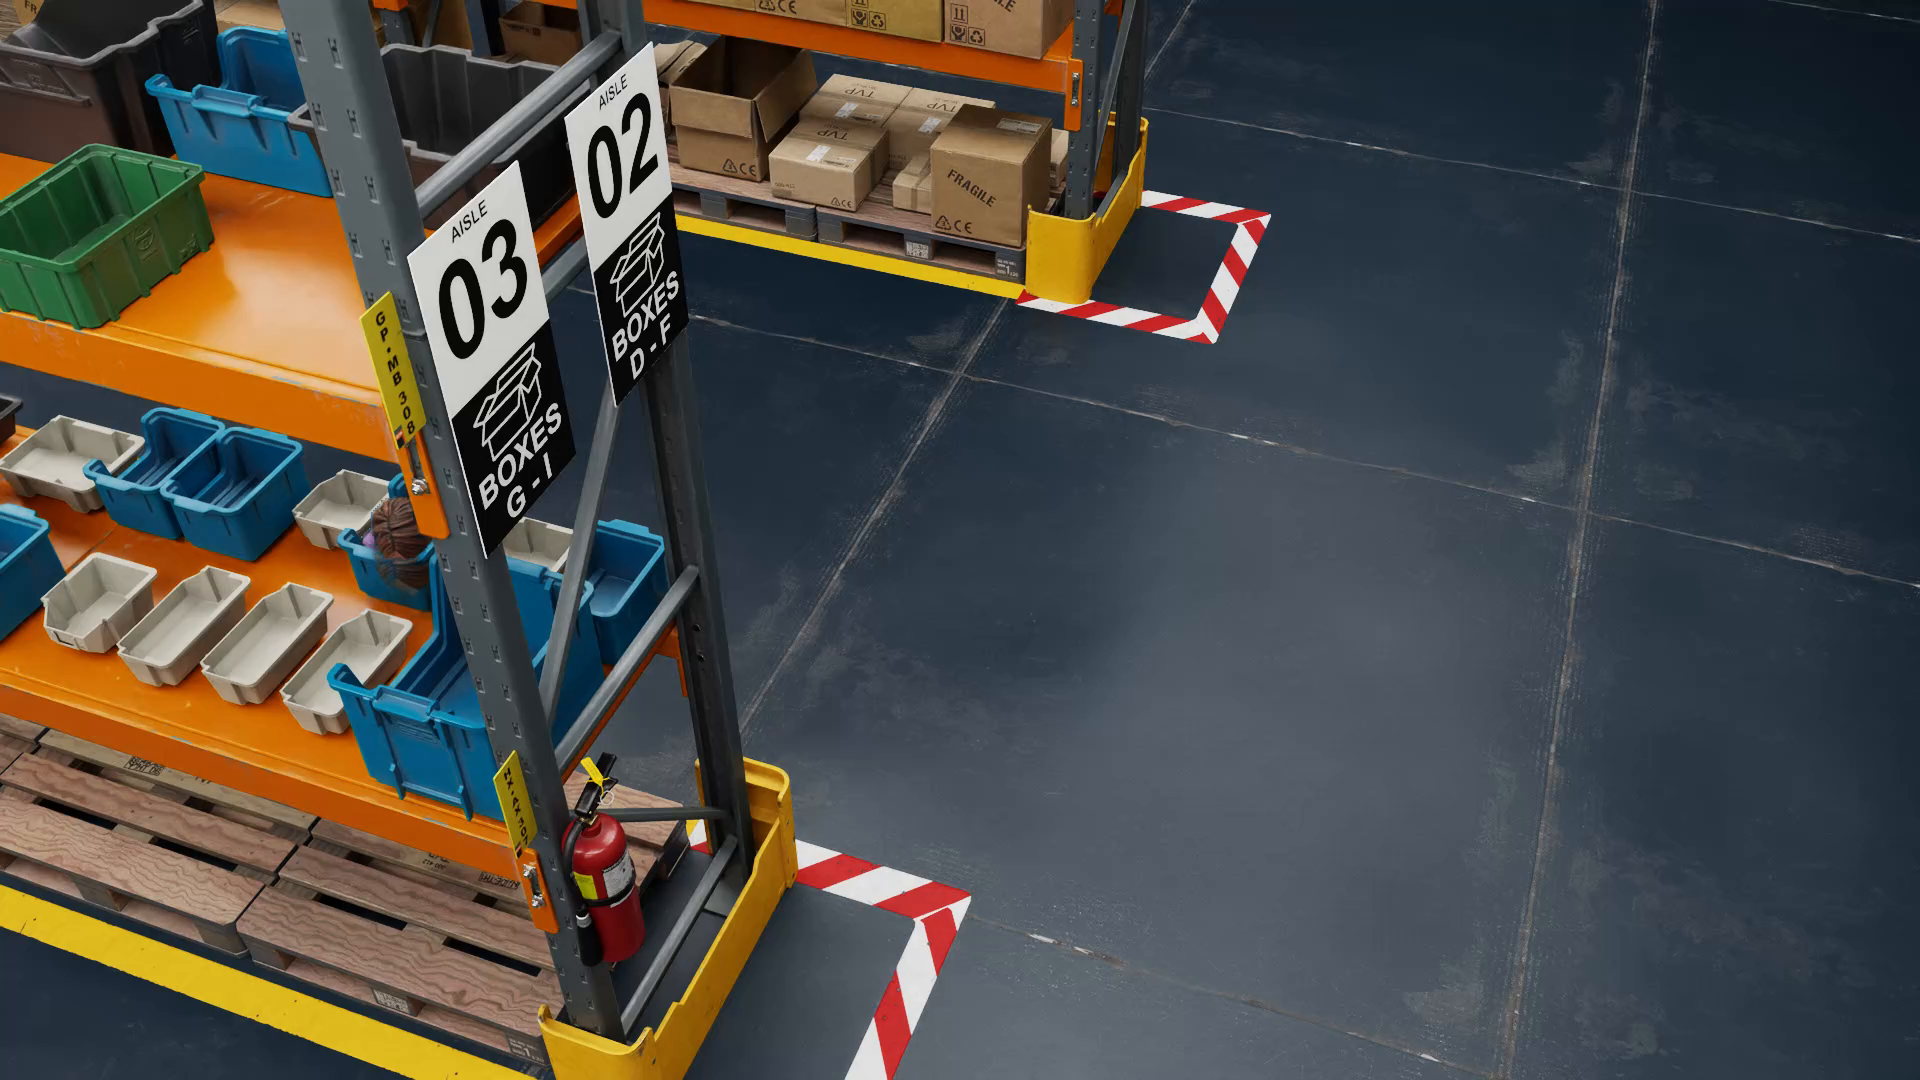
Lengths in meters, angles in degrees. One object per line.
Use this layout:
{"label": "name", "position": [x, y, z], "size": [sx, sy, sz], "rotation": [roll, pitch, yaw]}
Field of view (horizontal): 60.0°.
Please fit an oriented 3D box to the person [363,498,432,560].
{"label": "person", "position": [-1.729, 0.319, 5.610], "size": [0.378, 1.460, 0.632], "rotation": [-5, 42, -6]}
